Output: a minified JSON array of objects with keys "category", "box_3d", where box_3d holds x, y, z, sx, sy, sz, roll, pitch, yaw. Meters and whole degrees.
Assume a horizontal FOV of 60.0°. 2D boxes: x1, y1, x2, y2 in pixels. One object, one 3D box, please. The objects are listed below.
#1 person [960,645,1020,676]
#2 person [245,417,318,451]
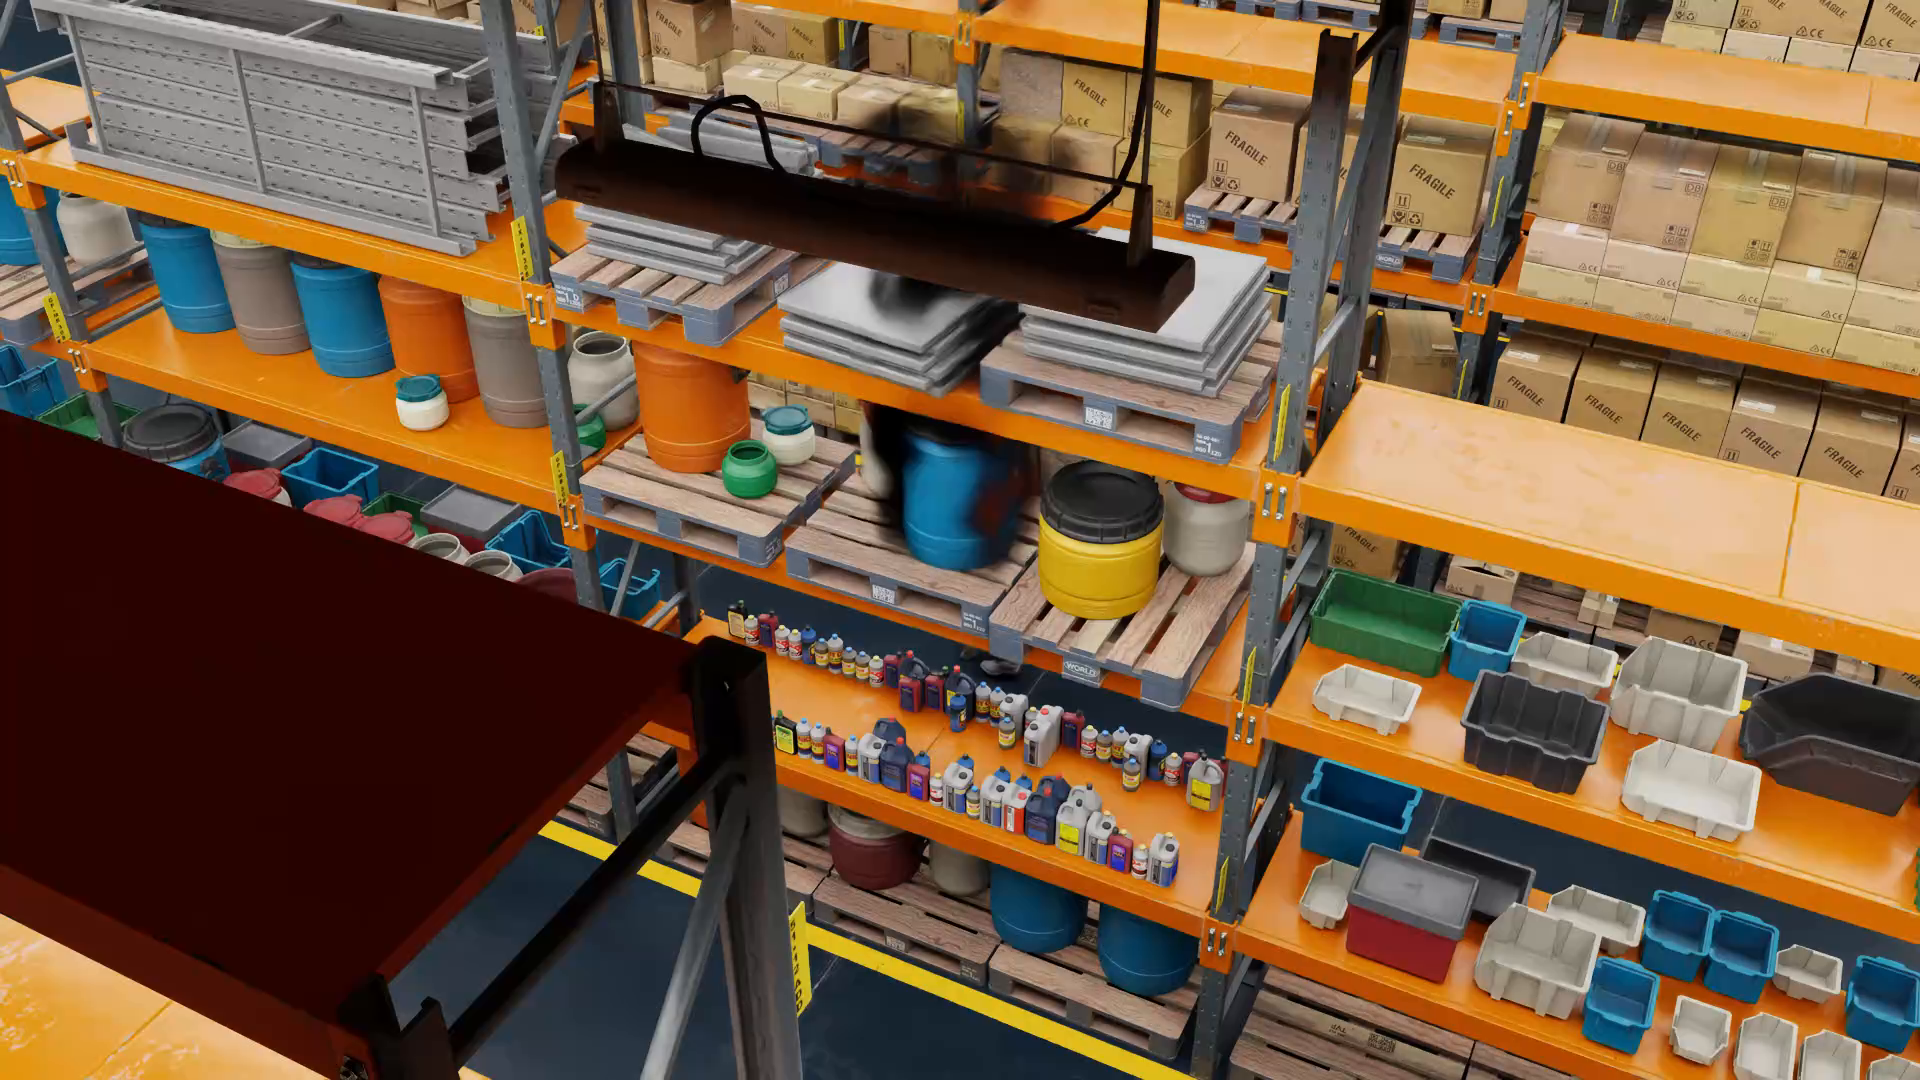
[{"category":"person","box_3d":[0.116,0.237,12.006,0.721,1.797,0.624,7,36,10]},{"category":"person","box_3d":[-5.803,-1.139,14.086,0.691,1.696,0.587,9,36,12]}]
